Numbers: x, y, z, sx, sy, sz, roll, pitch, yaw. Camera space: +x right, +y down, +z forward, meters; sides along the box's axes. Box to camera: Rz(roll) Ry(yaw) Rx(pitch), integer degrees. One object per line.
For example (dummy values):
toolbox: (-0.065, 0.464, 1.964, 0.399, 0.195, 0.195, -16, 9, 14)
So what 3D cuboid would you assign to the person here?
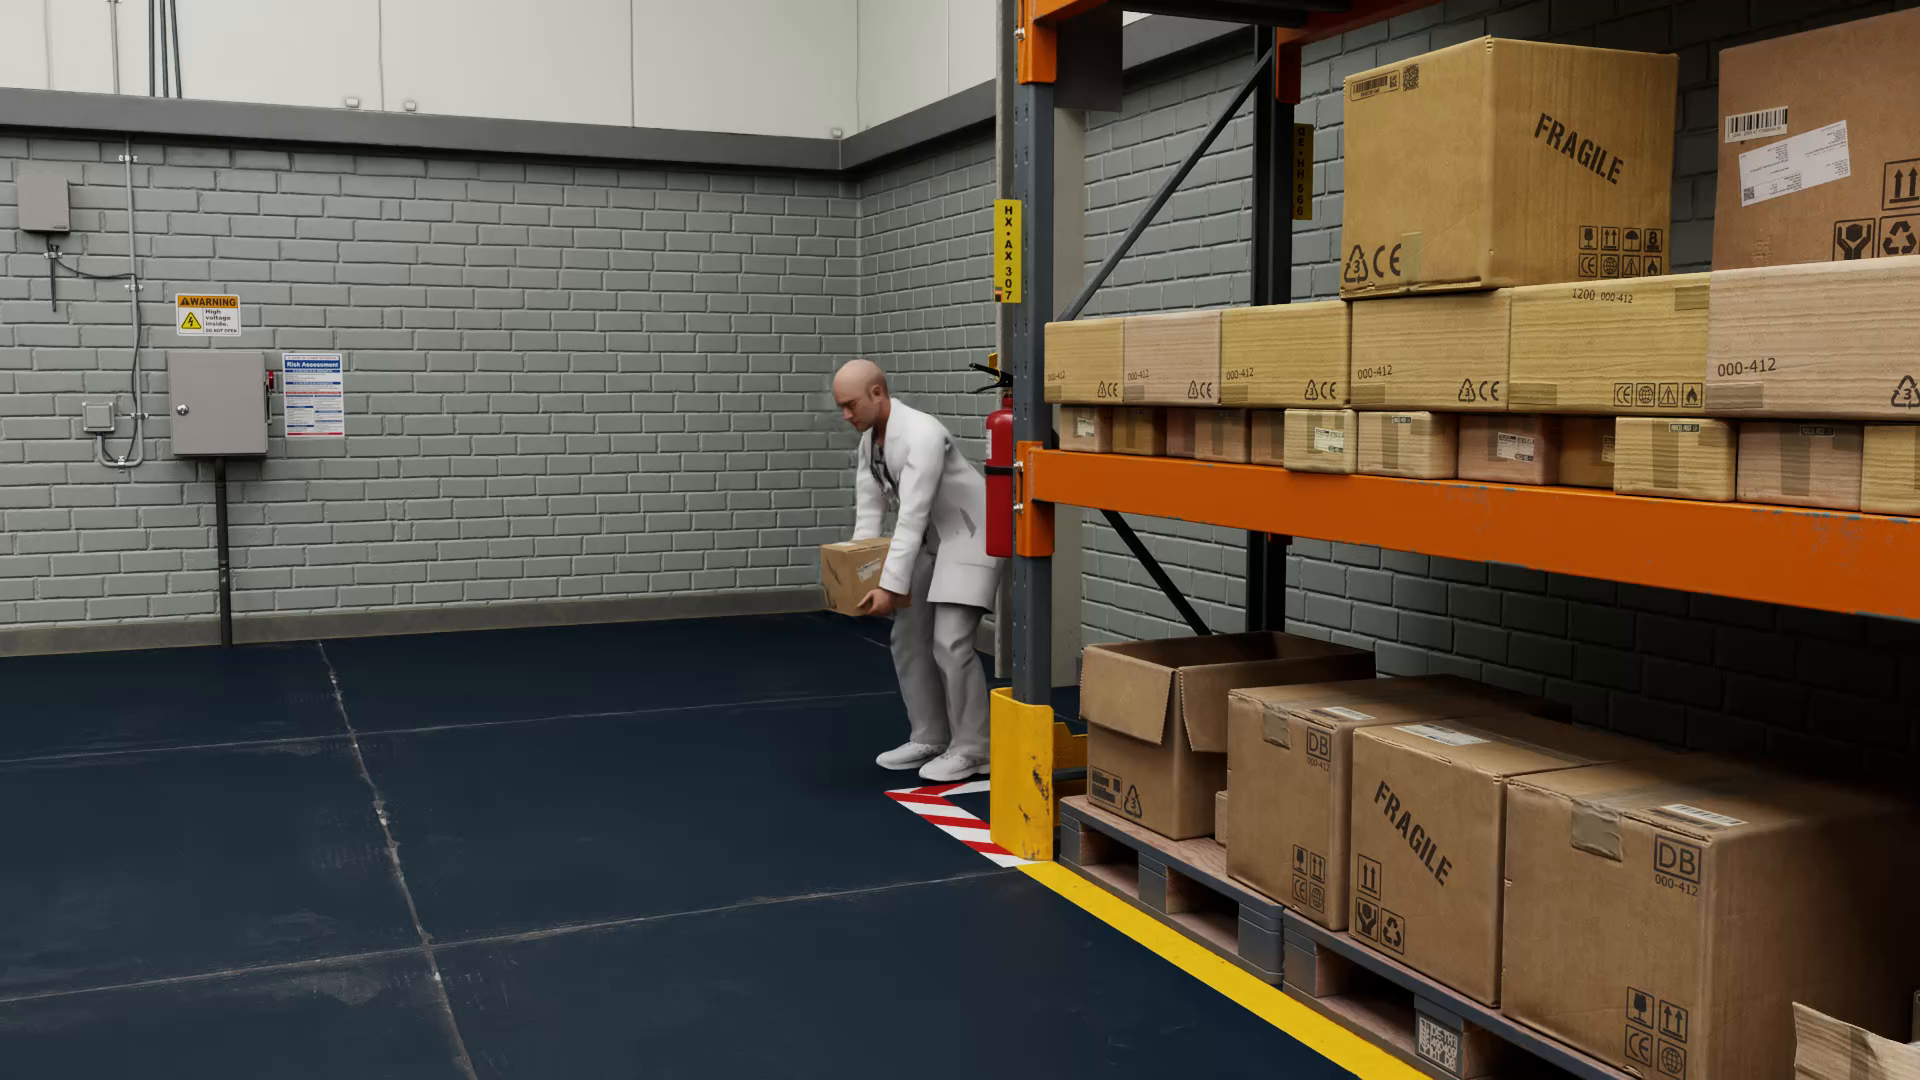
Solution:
person: (-0.168, 0.114, 6.406, 0.717, 1.608, 0.546, -3, 6, -31)
